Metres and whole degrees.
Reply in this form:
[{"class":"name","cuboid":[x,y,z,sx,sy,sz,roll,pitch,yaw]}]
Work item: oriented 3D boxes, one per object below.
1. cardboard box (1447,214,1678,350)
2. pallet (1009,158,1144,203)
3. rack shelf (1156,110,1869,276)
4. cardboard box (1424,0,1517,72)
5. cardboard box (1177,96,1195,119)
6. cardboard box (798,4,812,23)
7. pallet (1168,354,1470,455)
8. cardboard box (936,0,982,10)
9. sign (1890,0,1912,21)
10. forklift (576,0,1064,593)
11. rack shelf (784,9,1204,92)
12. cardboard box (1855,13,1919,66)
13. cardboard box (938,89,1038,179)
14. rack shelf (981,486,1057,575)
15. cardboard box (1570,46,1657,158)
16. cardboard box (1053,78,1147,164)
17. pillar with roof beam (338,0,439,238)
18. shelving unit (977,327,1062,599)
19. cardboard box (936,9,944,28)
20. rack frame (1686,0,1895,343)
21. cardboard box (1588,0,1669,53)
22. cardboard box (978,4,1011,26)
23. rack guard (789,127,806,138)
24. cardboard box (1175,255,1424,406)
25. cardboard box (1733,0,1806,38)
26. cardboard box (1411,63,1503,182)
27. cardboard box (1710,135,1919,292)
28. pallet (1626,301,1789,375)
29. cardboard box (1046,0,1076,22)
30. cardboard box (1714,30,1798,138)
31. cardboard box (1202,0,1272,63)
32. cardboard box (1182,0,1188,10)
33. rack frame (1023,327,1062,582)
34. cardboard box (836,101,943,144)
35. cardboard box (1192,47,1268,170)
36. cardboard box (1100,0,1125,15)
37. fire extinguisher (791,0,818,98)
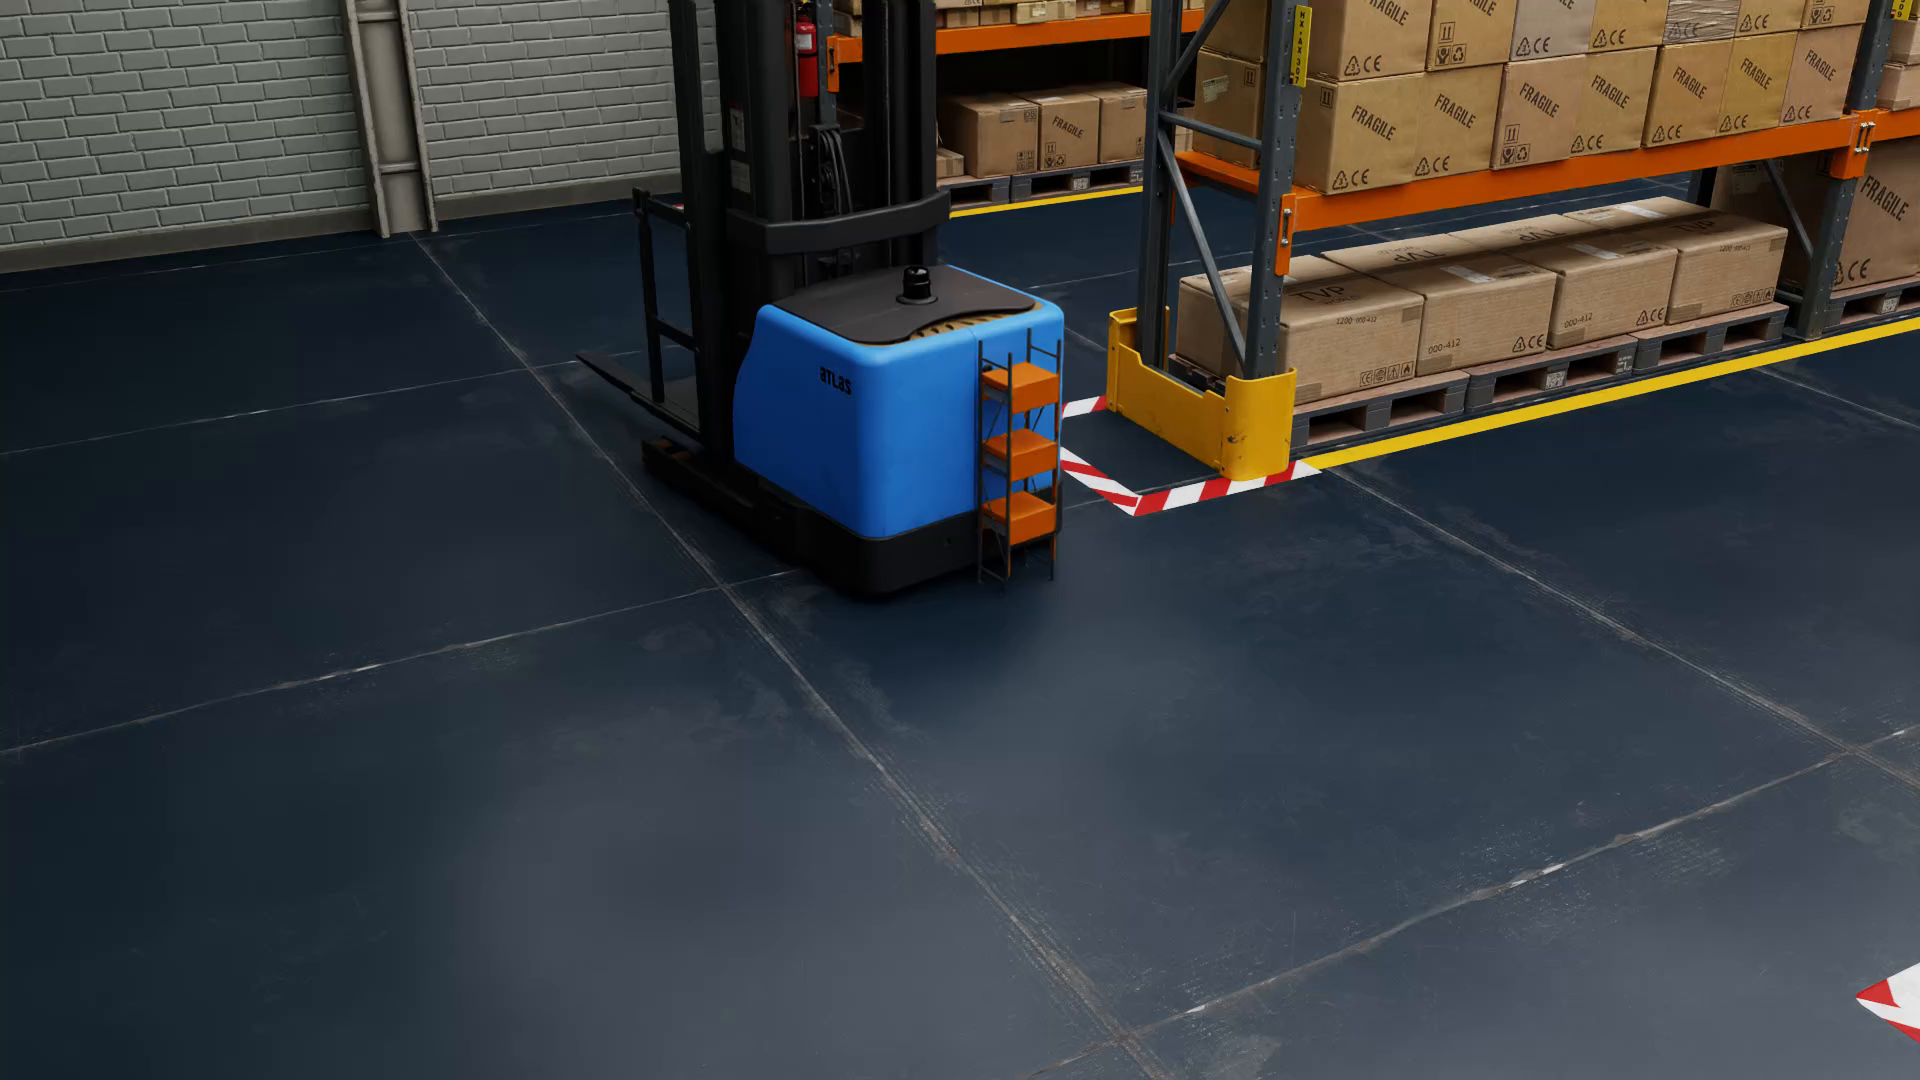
[{"class":"cardboard box","cuboid":[3.324,-1.460,9.299,0.875,0.438,0.875,-14,29,-27]},{"class":"pallet","cuboid":[0.695,-2.943,13.136,1.213,0.211,1.003,-13,29,-25]},{"class":"rack shelf","cuboid":[2.953,-1.963,8.704,4.000,0.370,1.077,-13,29,-25]},{"class":"cardboard box","cuboid":[2.199,-2.473,7.664,0.500,0.500,0.500,-14,29,-26]},{"class":"cardboard box","cuboid":[1.685,-3.523,13.742,0.500,0.311,0.500,-12,28,-23]},{"class":"cardboard box","cuboid":[-0.984,-3.832,12.055,0.250,0.149,0.380,-13,29,-26]},{"class":"pallet","cuboid":[1.857,-0.816,8.705,1.213,0.211,1.003,-13,29,-25]},{"class":"cardboard box","cuboid":[-0.179,-3.934,11.807,0.500,0.250,0.500,-13,28,-25]},{"class":"sign","cuboid":[4.981,-2.909,8.752,0.005,0.325,0.100,-13,29,-25]},{"class":"forklift","cuboid":[-0.852,-1.682,7.367,1.130,2.935,3.031,-18,31,-33]},{"class":"rack shelf","cuboid":[0.614,-3.858,12.651,4.000,0.370,1.077,-13,29,-25]},{"class":"cardboard box","cuboid":[5.239,-2.834,9.284,0.500,0.250,0.500,-14,29,-27]},{"class":"cardboard box","cuboid":[0.206,-3.085,12.613,0.500,0.500,0.700,-12,28,-23]},{"class":"rack shelf","cuboid":[0.232,-0.040,6.787,0.240,0.259,0.215,-18,31,-33]},{"class":"cardboard box","cuboid":[3.072,-2.232,8.318,0.500,0.500,0.500,-12,28,-23]},{"class":"cardboard box","cuboid":[1.122,-3.296,13.053,0.500,0.500,0.700,-14,29,-27]},{"class":"pillar with roof beam","cuboid":[-1.928,-4.630,6.497,0.400,9.000,9.100,-13,29,-25]},{"class":"shelving unit","cuboid":[0.232,-0.300,6.662,0.252,1.050,0.215,-18,31,-33]},{"class":"cardboard box","cuboid":[-0.313,-3.760,11.906,0.250,0.149,0.380,-13,29,-26]},{"class":"rack frame","cuboid":[4.718,-2.695,9.397,0.127,3.000,1.000,-13,29,-25]},{"class":"cardboard box","cuboid":[3.089,-2.683,8.101,0.500,0.500,0.500,-13,28,-25]},{"class":"cardboard box","cuboid":[0.170,-3.844,12.082,0.250,0.149,0.380,-13,28,-24]},{"class":"rack guard","cuboid":[-1.083,-2.664,12.220,0.348,0.500,1.175,-13,29,-25]},{"class":"cardboard box","cuboid":[1.724,-1.087,8.523,0.875,0.438,0.875,-14,29,-27]},{"class":"cardboard box","cuboid":[3.980,-2.889,8.530,0.500,0.500,0.500,-13,29,-26]},{"class":"cardboard box","cuboid":[2.180,-2.027,7.890,0.500,0.500,0.500,-13,29,-26]},{"class":"cardboard box","cuboid":[5.227,-2.083,10.093,0.875,0.875,0.875,-12,28,-24]},{"class":"pallet","cuboid":[4.010,-1.313,9.740,1.213,0.211,1.003,-13,29,-25]},{"class":"cardboard box","cuboid":[0.652,-3.929,12.257,0.250,0.149,0.380,-12,28,-24]},{"class":"cardboard box","cuboid":[3.978,-2.441,8.753,0.500,0.500,0.500,-14,29,-26]},{"class":"cardboard box","cuboid":[1.502,-2.565,7.856,0.500,0.500,0.500,-12,28,-23]},{"class":"cardboard box","cuboid":[1.535,-4.148,12.715,0.250,0.149,0.380,-12,28,-24]},{"class":"rack frame","cuboid":[0.329,-0.332,6.729,0.008,1.050,0.200,-18,31,-33]},{"class":"cardboard box","cuboid":[-0.566,-2.927,12.280,0.637,0.503,0.797,-14,29,-27]},{"class":"cardboard box","cuboid":[1.490,-2.124,8.094,0.500,0.500,0.500,-13,28,-25]},{"class":"cardboard box","cuboid":[1.042,-4.076,12.564,0.250,0.149,0.380,-13,28,-24]},{"class":"fire extinguisher","cuboid":[-1.063,-3.366,11.314,0.183,0.674,0.296,-13,29,-25]}]
